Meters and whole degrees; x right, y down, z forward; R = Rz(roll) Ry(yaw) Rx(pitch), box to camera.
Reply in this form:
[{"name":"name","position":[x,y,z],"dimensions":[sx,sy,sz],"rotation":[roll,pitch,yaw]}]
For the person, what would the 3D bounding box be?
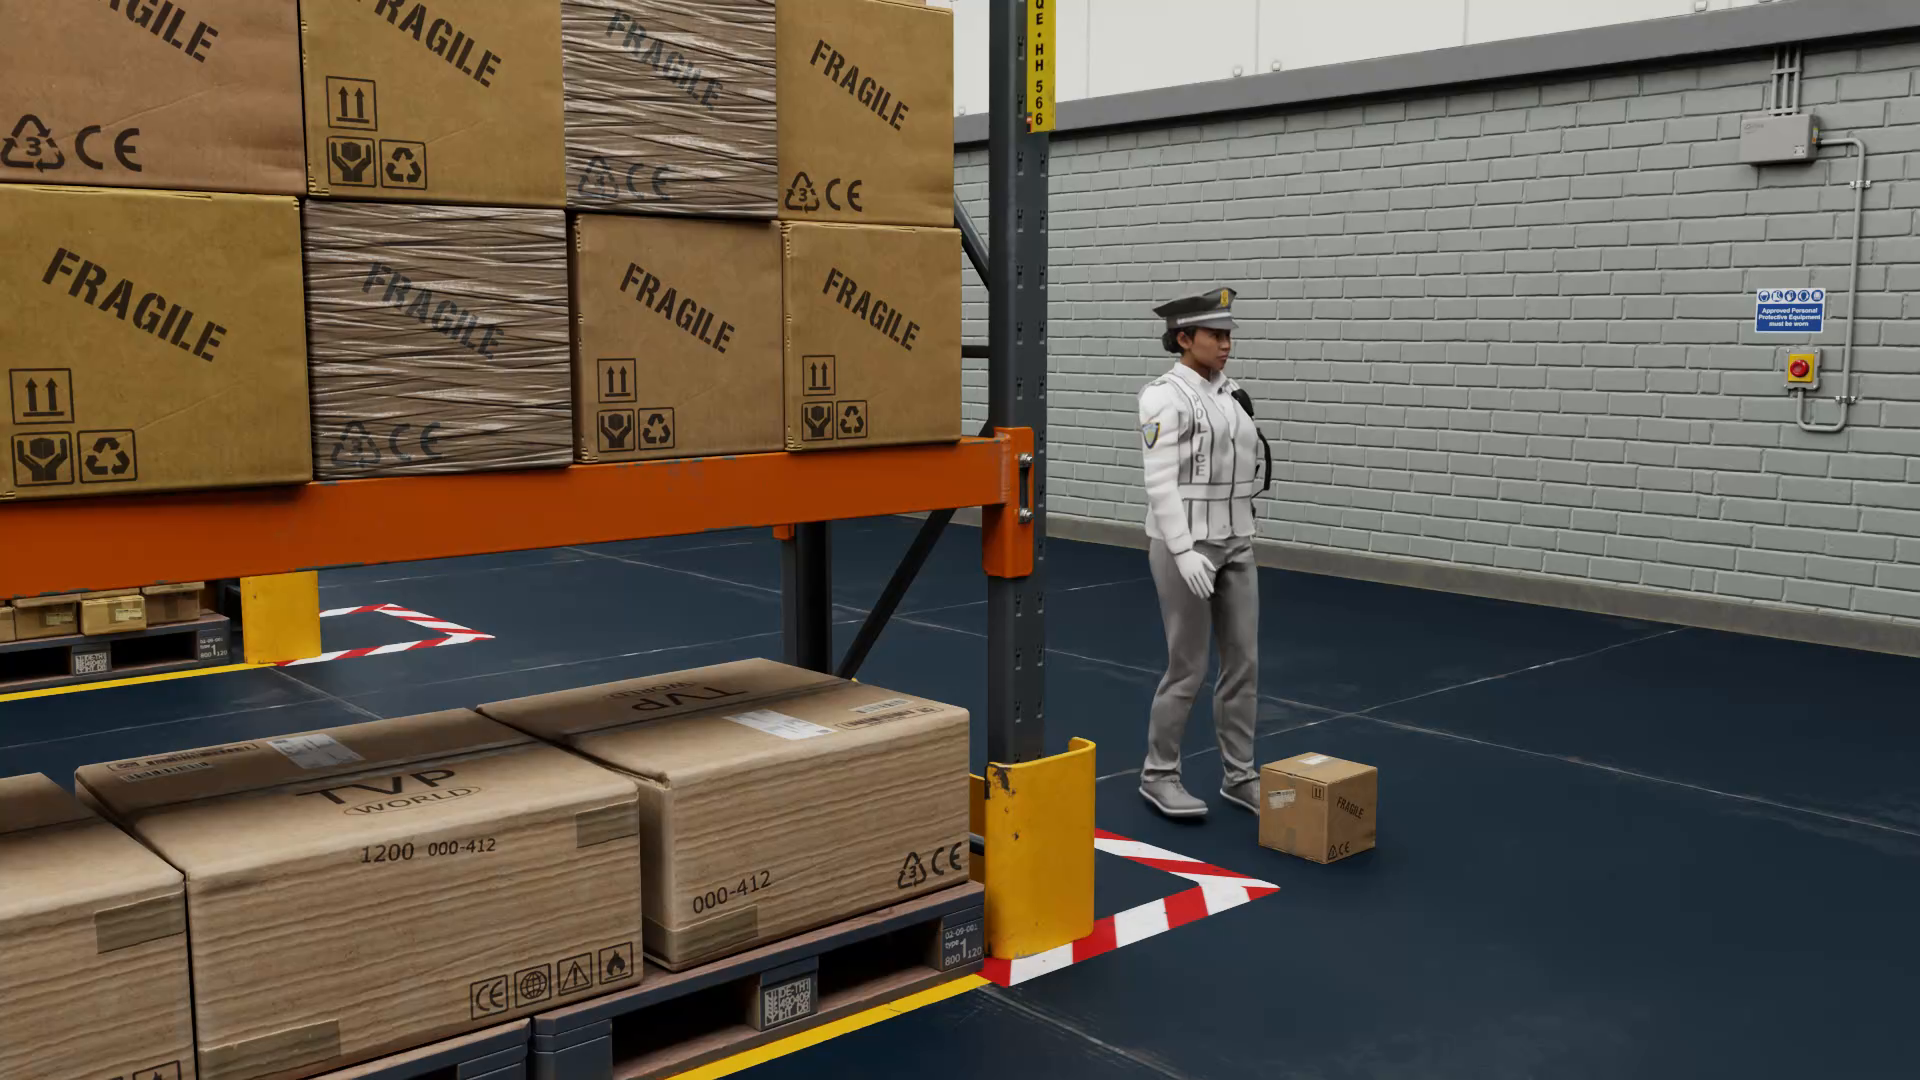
[{"name":"person","position":[0.815,0.049,5.283],"dimensions":[0.519,1.691,0.459],"rotation":[-6,10,-39]}]
